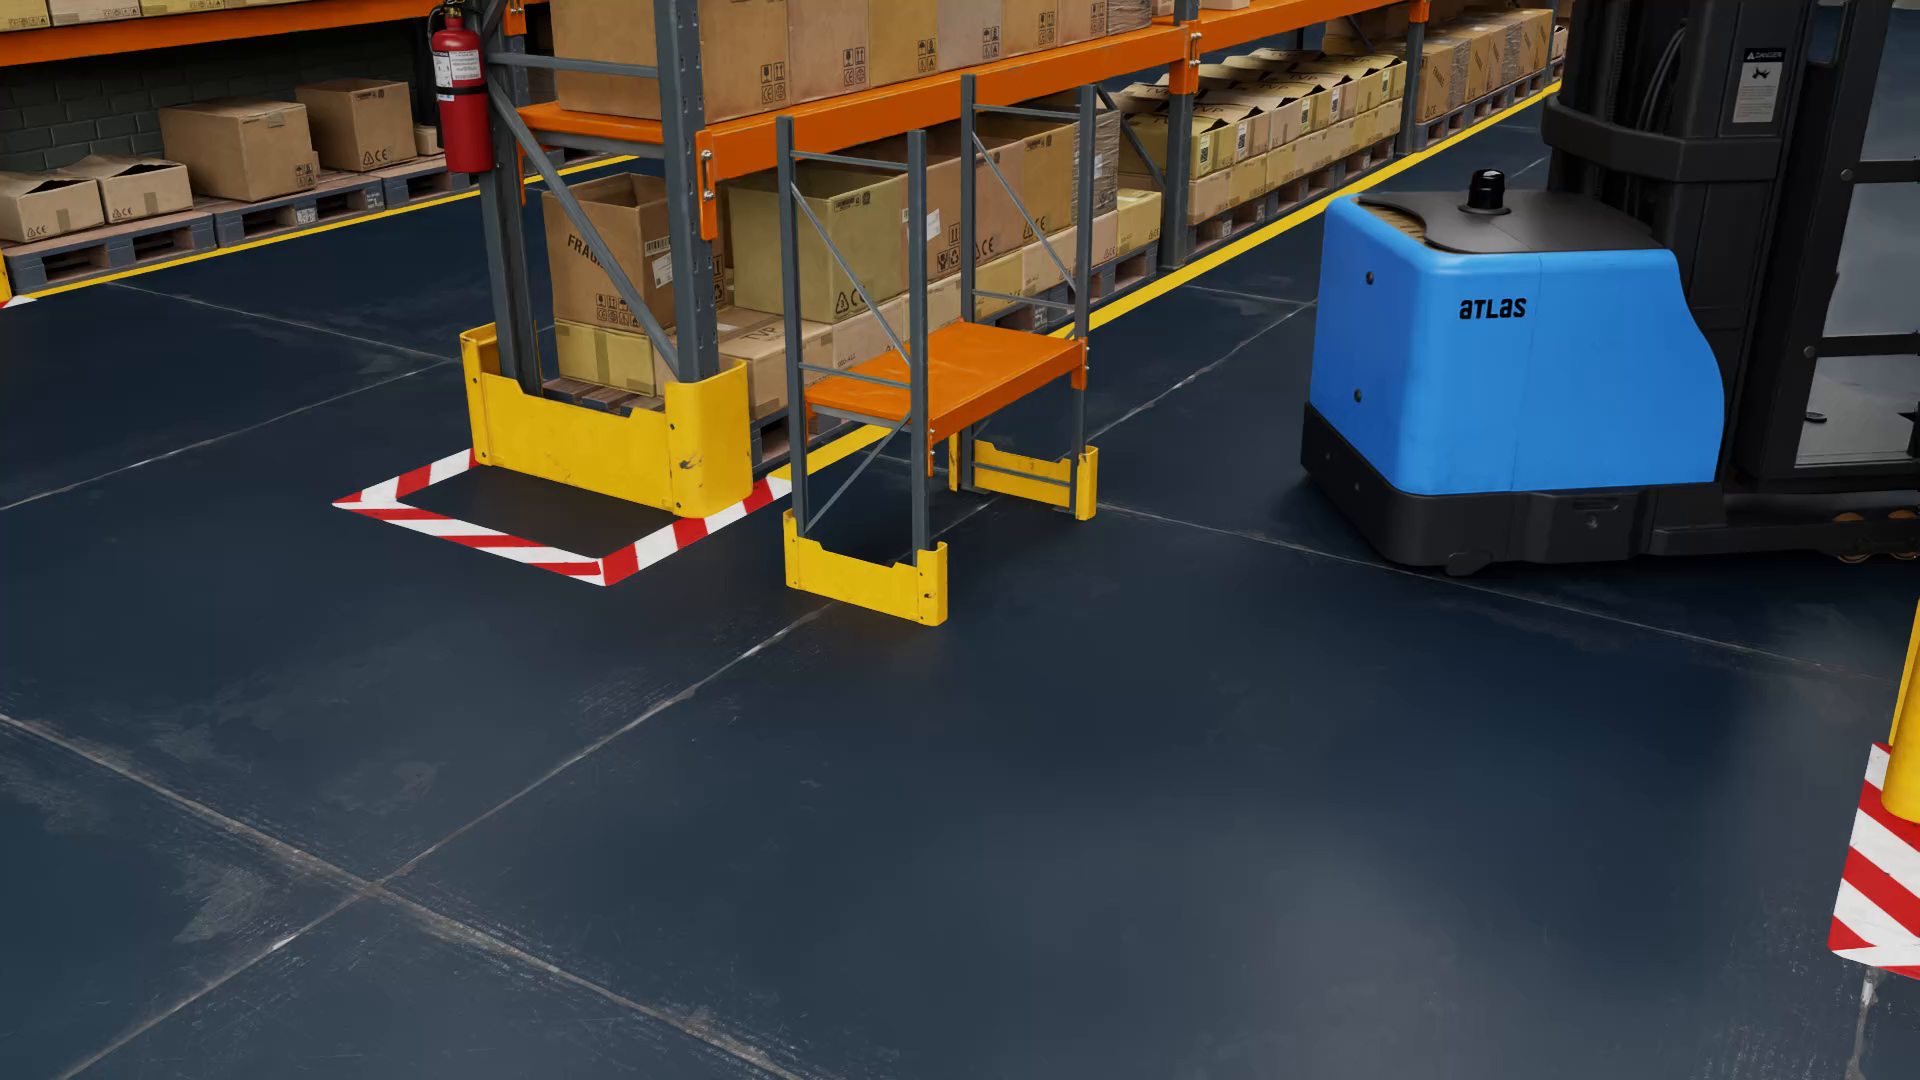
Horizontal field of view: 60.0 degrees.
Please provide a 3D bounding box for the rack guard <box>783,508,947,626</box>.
[{"bbox_3d":[-0.303,0.079,5.253,0.587,0.250,0.087,14,27,29],"label":"rack guard"}]

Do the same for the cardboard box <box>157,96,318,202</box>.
[{"bbox_3d":[-4.354,-2.368,10.036,0.700,0.500,0.500,12,26,26],"label":"cardboard box"}]

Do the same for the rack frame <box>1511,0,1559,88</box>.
[{"bbox_3d":[5.015,-5.682,15.099,1.000,3.000,0.127,14,27,29],"label":"rack frame"}]

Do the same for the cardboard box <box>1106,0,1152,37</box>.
[{"bbox_3d":[0.566,-2.877,8.493,0.700,0.500,0.500,13,27,28],"label":"cardboard box"}]

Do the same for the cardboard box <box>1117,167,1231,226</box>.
[{"bbox_3d":[1.218,-1.997,9.520,0.500,0.250,0.500,13,27,28],"label":"cardboard box"}]

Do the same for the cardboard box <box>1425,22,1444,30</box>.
[{"bbox_3d":[3.744,-4.105,14.048,0.500,0.500,0.500,13,26,27],"label":"cardboard box"}]

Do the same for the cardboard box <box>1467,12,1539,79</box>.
[{"bbox_3d":[4.730,-4.345,14.604,0.500,0.500,0.500,14,27,29],"label":"cardboard box"}]

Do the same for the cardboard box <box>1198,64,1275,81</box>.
[{"bbox_3d":[1.838,-3.054,11.256,0.500,0.311,0.500,13,27,28],"label":"cardboard box"}]

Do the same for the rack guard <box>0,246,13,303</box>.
[{"bbox_3d":[-5.485,-1.547,8.695,1.175,0.500,0.348,14,27,29],"label":"rack guard"}]

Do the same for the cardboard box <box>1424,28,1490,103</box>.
[{"bbox_3d":[3.928,-3.827,13.406,0.500,0.500,0.500,13,27,28],"label":"cardboard box"}]

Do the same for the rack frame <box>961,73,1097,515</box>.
[{"bbox_3d":[0.223,-0.831,5.782,0.500,1.500,0.032,14,27,29],"label":"rack frame"}]

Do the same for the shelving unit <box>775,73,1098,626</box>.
[{"bbox_3d":[-0.040,-0.663,5.393,0.587,1.500,1.083,14,27,29],"label":"shelving unit"}]

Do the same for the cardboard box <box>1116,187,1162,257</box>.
[{"bbox_3d":[0.736,-1.710,8.858,0.500,0.250,0.500,14,27,29],"label":"cardboard box"}]

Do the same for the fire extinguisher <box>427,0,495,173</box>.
[{"bbox_3d":[-1.772,-1.654,5.892,0.296,0.674,0.183,14,27,29],"label":"fire extinguisher"}]

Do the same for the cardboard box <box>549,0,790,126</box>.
[{"bbox_3d":[-1.058,-1.833,6.082,0.700,0.500,0.500,14,27,29],"label":"cardboard box"}]

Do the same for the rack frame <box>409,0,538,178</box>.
[{"bbox_3d":[-3.415,-4.019,11.257,1.000,3.000,0.127,14,27,29],"label":"rack frame"}]

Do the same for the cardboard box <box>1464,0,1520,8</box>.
[{"bbox_3d":[5.075,-4.988,16.090,0.500,0.500,0.500,14,27,29],"label":"cardboard box"}]

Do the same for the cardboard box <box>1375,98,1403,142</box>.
[{"bbox_3d":[2.835,-3.034,11.915,0.500,0.250,0.500,15,27,30],"label":"cardboard box"}]

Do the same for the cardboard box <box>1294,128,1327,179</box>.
[{"bbox_3d":[2.029,-2.516,10.719,0.500,0.250,0.500,14,27,30],"label":"cardboard box"}]

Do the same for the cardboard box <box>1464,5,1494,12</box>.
[{"bbox_3d":[4.553,-4.625,15.249,0.500,0.500,0.500,13,26,27],"label":"cardboard box"}]

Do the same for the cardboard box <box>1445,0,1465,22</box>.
[{"bbox_3d":[4.025,-4.631,14.321,0.500,0.250,0.500,14,27,29],"label":"cardboard box"}]

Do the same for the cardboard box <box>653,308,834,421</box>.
[{"bbox_3d":[-0.843,-0.697,6.517,0.500,0.250,0.500,14,27,29],"label":"cardboard box"}]

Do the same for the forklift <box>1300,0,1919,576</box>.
[{"bbox_3d":[2.832,-1.472,5.461,3.031,2.935,1.130,-3,24,-7],"label":"forklift"}]

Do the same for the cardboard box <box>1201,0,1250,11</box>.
[{"bbox_3d":[1.436,-3.123,9.504,0.380,0.149,0.250,14,27,29],"label":"cardboard box"}]

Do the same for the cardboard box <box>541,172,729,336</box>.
[{"bbox_3d":[-1.285,-1.150,6.620,0.500,0.500,0.500,14,27,29],"label":"cardboard box"}]

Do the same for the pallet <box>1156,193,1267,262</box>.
[{"bbox_3d":[1.151,-1.959,10.010,1.003,0.211,1.213,14,27,29],"label":"pallet"}]

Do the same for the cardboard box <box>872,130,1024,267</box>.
[{"bbox_3d":[-0.050,-1.547,7.536,0.500,0.500,0.500,14,27,29],"label":"cardboard box"}]

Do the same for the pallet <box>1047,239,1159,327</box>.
[{"bbox_3d":[0.340,-1.443,8.817,1.003,0.211,1.213,14,27,29],"label":"pallet"}]

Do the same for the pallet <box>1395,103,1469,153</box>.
[{"bbox_3d":[3.331,-3.296,13.099,1.003,0.211,1.213,14,27,29],"label":"pallet"}]

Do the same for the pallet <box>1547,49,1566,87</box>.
[{"bbox_3d":[5.378,-4.634,16.188,1.003,0.211,1.213,14,27,29],"label":"pallet"}]

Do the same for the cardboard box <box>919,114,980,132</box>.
[{"bbox_3d":[-0.243,-1.828,8.186,0.500,0.500,0.500,14,27,29],"label":"cardboard box"}]

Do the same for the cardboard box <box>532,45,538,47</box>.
[{"bbox_3d":[-2.811,-3.510,12.676,0.700,0.500,0.500,13,27,28],"label":"cardboard box"}]

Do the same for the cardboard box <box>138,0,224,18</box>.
[{"bbox_3d":[-4.463,-3.056,9.197,0.500,0.250,0.500,13,27,28],"label":"cardboard box"}]

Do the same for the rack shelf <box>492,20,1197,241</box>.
[{"bbox_3d":[-0.260,-1.977,7.446,1.077,0.370,4.000,14,27,29],"label":"rack shelf"}]

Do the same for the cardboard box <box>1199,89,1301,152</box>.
[{"bbox_3d":[1.765,-2.600,10.207,0.500,0.311,0.500,13,27,27],"label":"cardboard box"}]

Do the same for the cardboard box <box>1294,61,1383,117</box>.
[{"bbox_3d":[2.569,-3.115,11.396,0.500,0.311,0.500,13,27,28],"label":"cardboard box"}]

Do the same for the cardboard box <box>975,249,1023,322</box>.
[{"bbox_3d":[-0.050,-1.203,7.686,0.500,0.250,0.500,14,27,29],"label":"cardboard box"}]

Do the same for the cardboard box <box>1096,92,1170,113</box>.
[{"bbox_3d":[1.034,-2.544,10.077,0.500,0.311,0.500,15,27,30],"label":"cardboard box"}]

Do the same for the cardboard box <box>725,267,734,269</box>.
[{"bbox_3d":[-0.767,-1.146,7.554,0.500,0.250,0.500,14,27,29],"label":"cardboard box"}]

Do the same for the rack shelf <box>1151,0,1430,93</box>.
[{"bbox_3d":[1.850,-3.327,10.565,1.077,0.370,4.000,14,27,29],"label":"rack shelf"}]

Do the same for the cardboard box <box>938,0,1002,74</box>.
[{"bbox_3d":[-0.244,-2.356,7.290,0.700,0.500,0.500,15,27,31],"label":"cardboard box"}]

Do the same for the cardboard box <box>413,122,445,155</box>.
[{"bbox_3d":[-3.672,-2.734,11.301,0.380,0.166,0.250,10,25,22],"label":"cardboard box"}]
